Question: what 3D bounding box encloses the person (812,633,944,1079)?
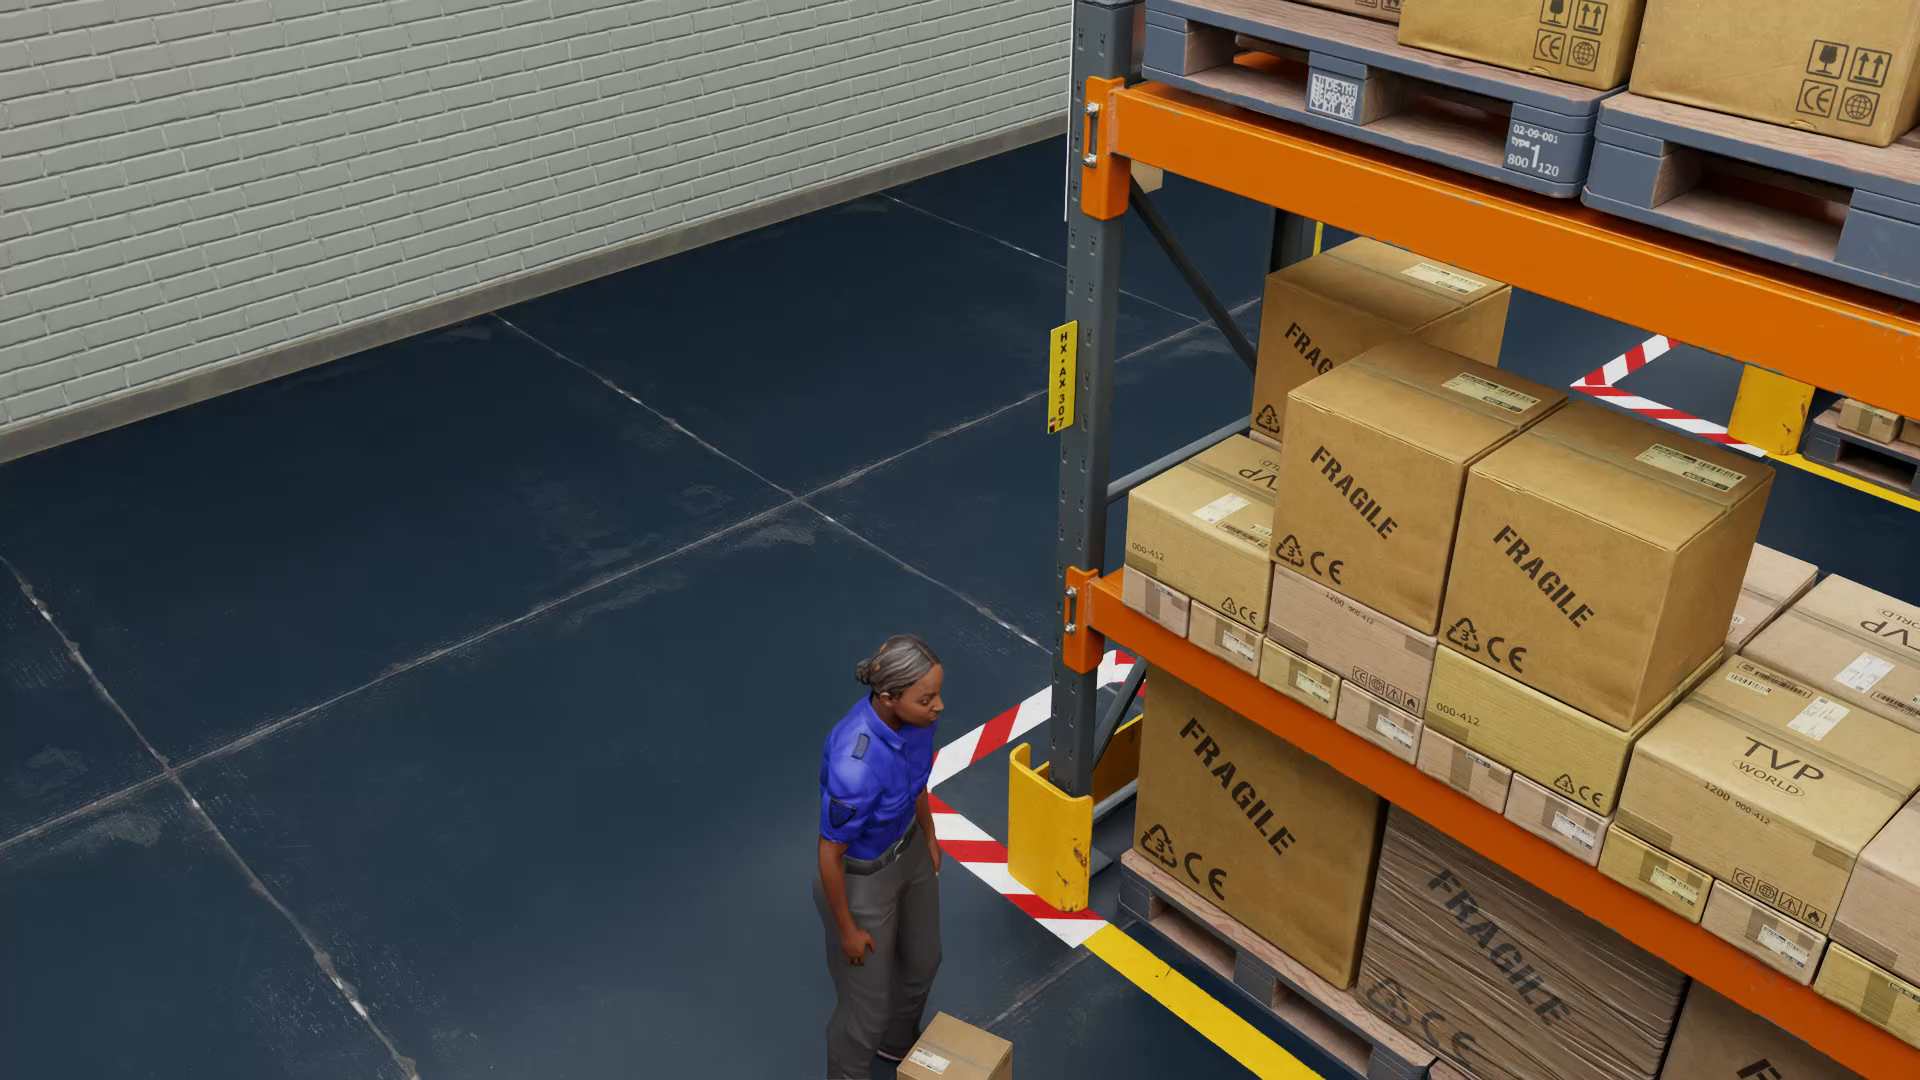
[{"bbox_3d":[-0.211,0.951,4.616,0.352,1.653,0.527,17,36,25],"label":"person"}]
